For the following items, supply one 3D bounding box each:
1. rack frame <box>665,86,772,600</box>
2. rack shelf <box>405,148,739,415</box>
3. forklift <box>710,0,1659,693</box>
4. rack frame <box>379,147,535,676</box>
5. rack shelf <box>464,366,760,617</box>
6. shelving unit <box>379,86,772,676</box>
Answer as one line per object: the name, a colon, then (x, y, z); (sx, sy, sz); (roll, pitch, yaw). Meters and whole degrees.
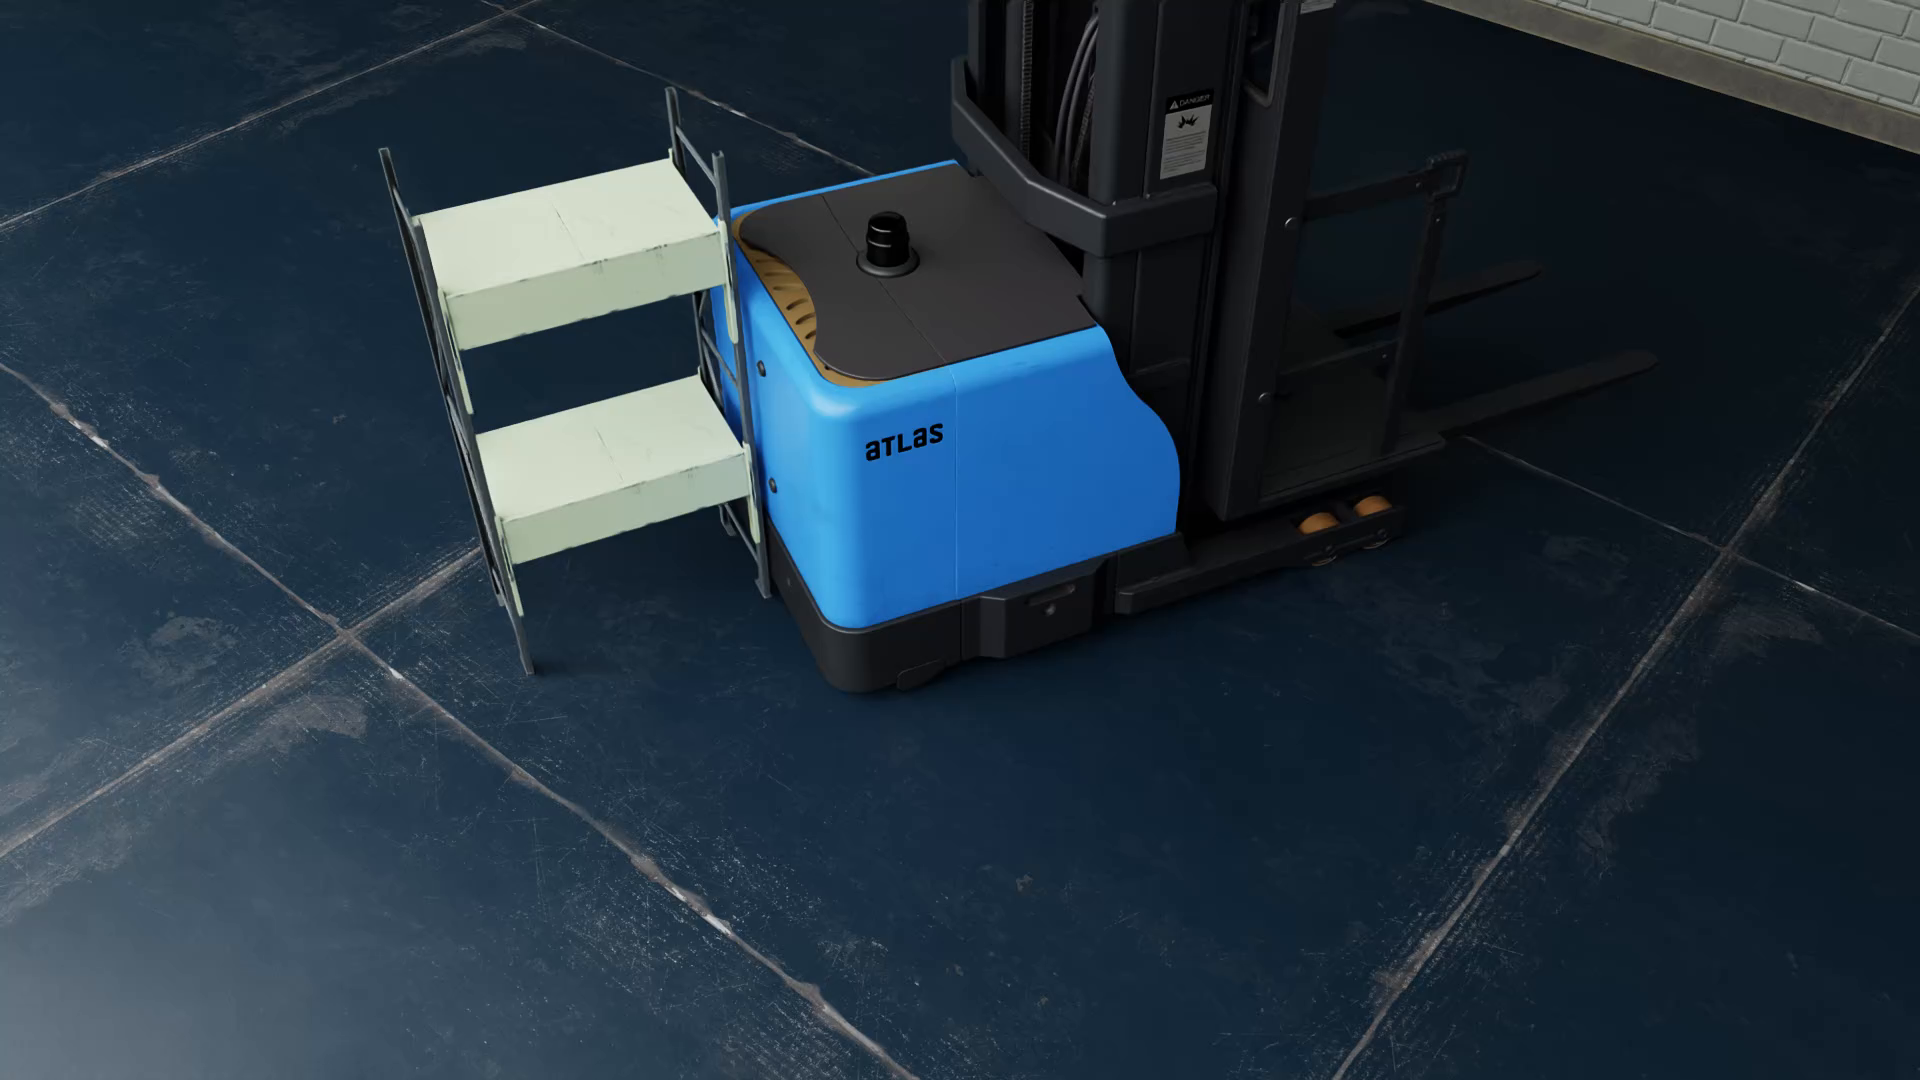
rack frame: (-0.669, -0.498, 4.683); (0.023, 1.500, 0.400); (-18, 45, -19)
rack shelf: (-0.999, -0.680, 4.303); (0.720, 0.370, 0.431); (-18, 45, -19)
forklift: (0.830, -1.314, 4.516); (3.031, 2.935, 1.130); (-17, 45, -17)
rack frame: (-1.329, -0.285, 4.449); (0.023, 1.500, 0.400); (-18, 45, -19)
rack shelf: (-0.999, -0.150, 4.785); (0.720, 0.370, 0.431); (-18, 45, -19)
shelving unit: (-0.999, -0.392, 4.566); (0.755, 1.500, 0.431); (-18, 45, -19)
